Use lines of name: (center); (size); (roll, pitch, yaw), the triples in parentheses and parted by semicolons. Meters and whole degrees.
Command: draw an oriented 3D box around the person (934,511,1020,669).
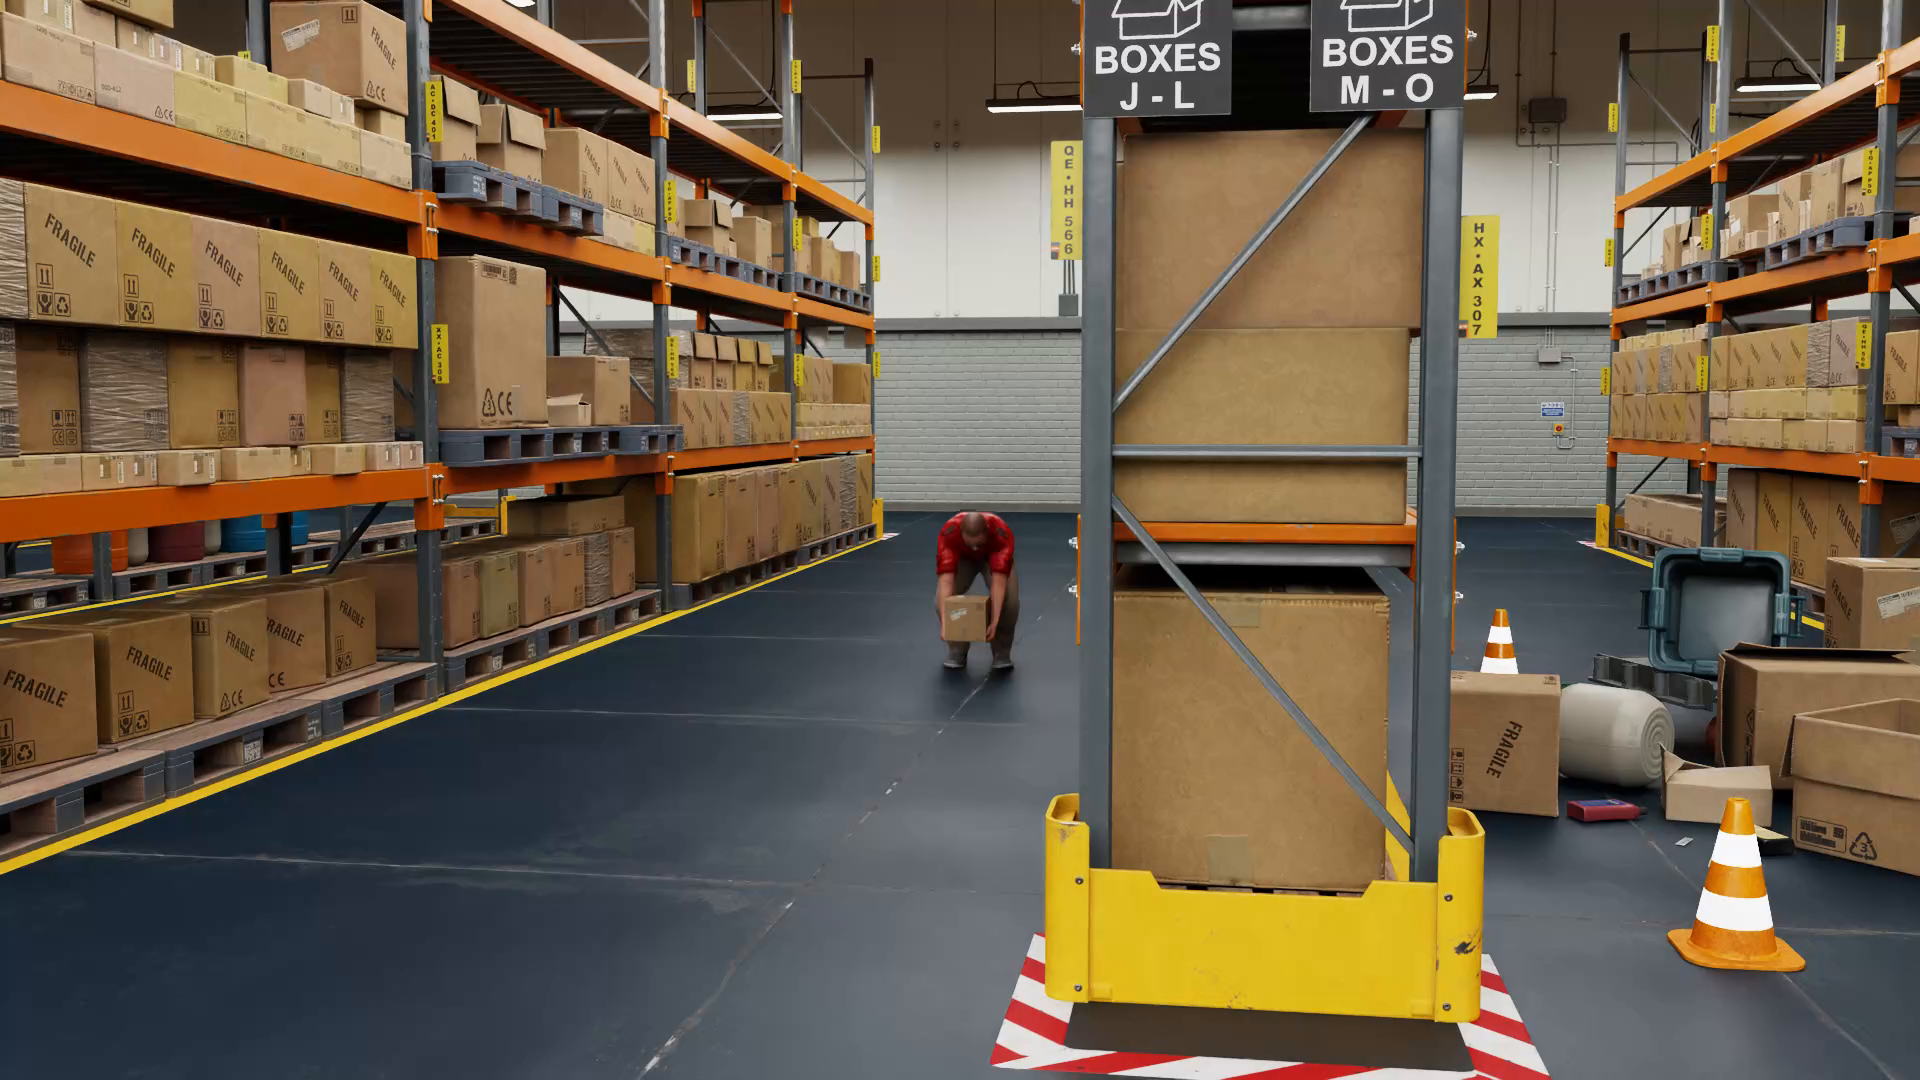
person: (0.099, 0.310, 10.353); (0.536, 1.019, 0.923); (0, 4, 6)
